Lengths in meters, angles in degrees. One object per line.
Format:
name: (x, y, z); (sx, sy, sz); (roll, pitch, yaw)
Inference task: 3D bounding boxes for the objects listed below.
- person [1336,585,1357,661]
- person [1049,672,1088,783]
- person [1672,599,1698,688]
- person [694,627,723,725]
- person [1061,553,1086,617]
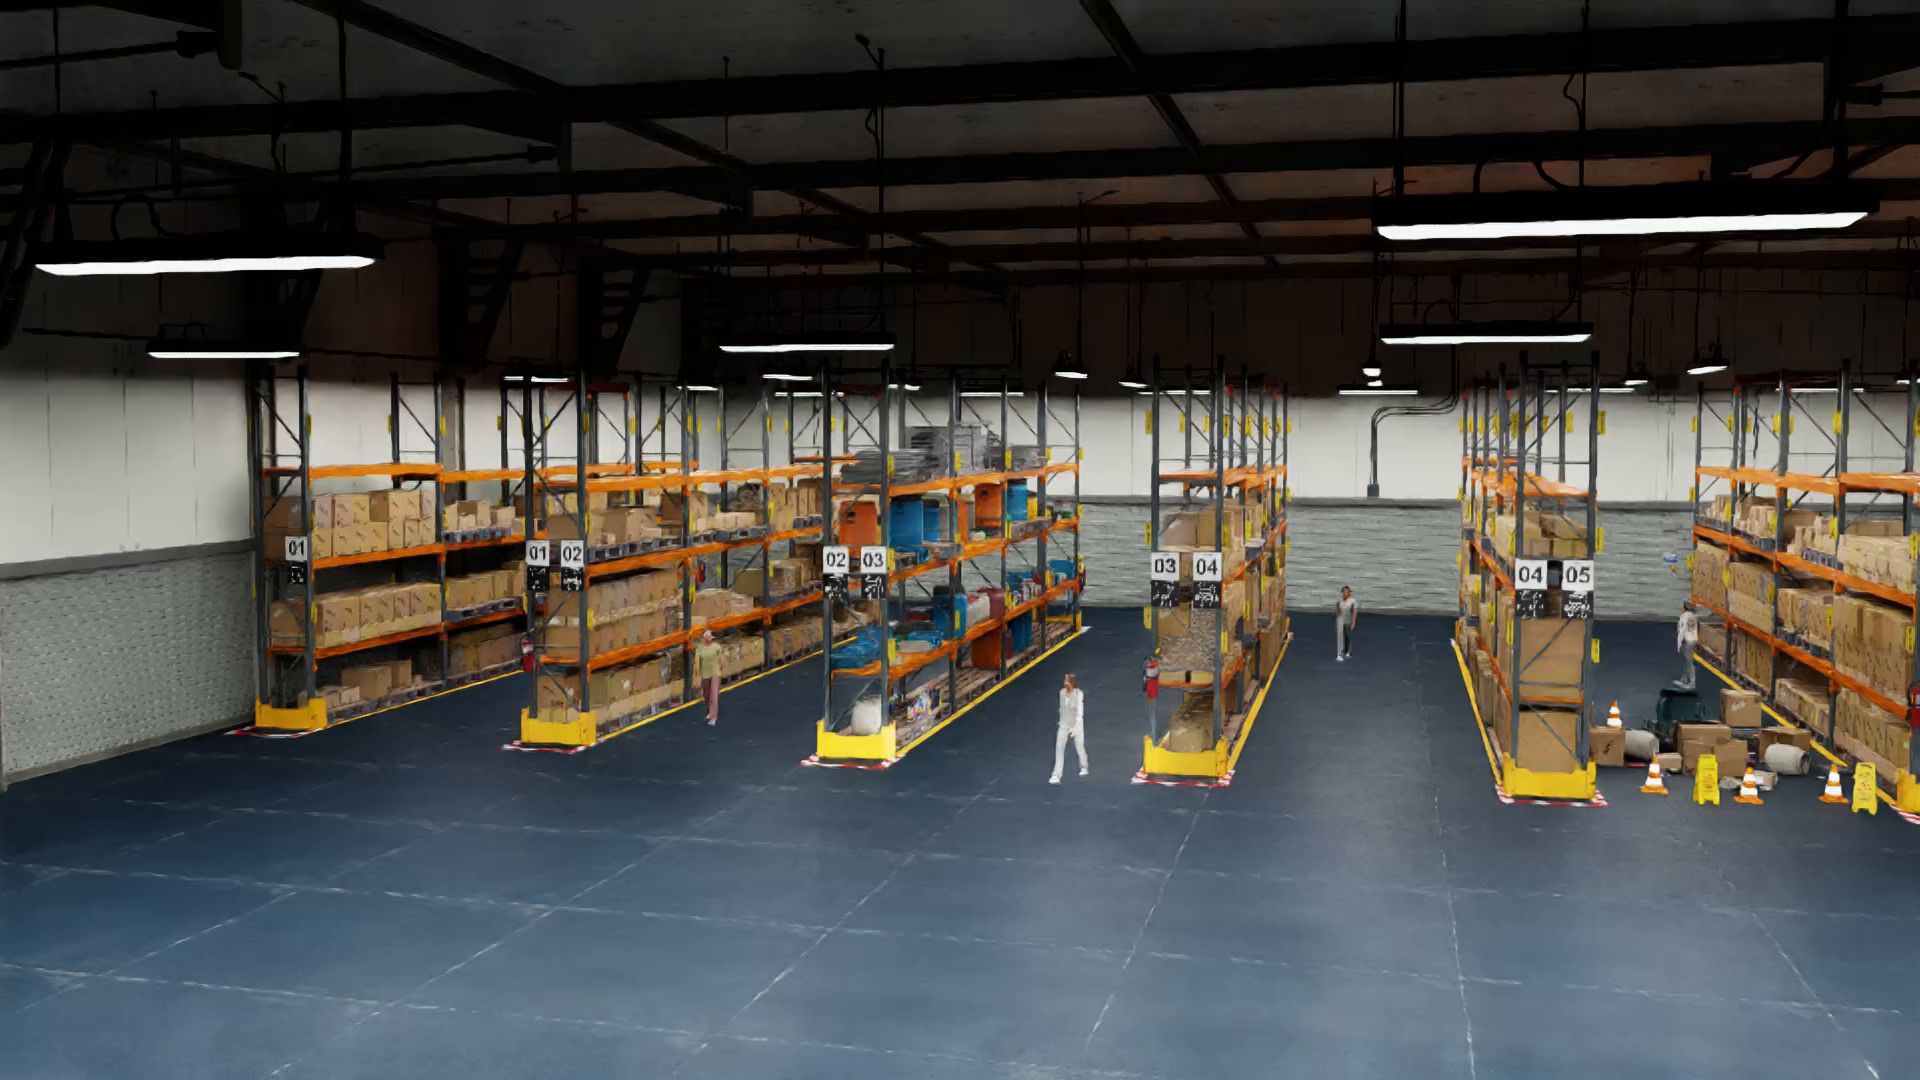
person: (8.217, 1.748, 35.371); (0.446, 1.589, 1.096); (1, 4, 13)
person: (1.563, 2.612, 23.357); (0.407, 1.533, 0.961); (2, 4, 23)
person: (13.863, 1.965, 31.761); (0.573, 1.667, 0.542); (-4, 5, -44)
person: (-4.222, 2.262, 27.899); (0.446, 1.604, 1.018); (0, 4, 6)
person: (2.910, 1.206, 42.400); (0.616, 1.760, 0.572); (-2, 4, -22)
